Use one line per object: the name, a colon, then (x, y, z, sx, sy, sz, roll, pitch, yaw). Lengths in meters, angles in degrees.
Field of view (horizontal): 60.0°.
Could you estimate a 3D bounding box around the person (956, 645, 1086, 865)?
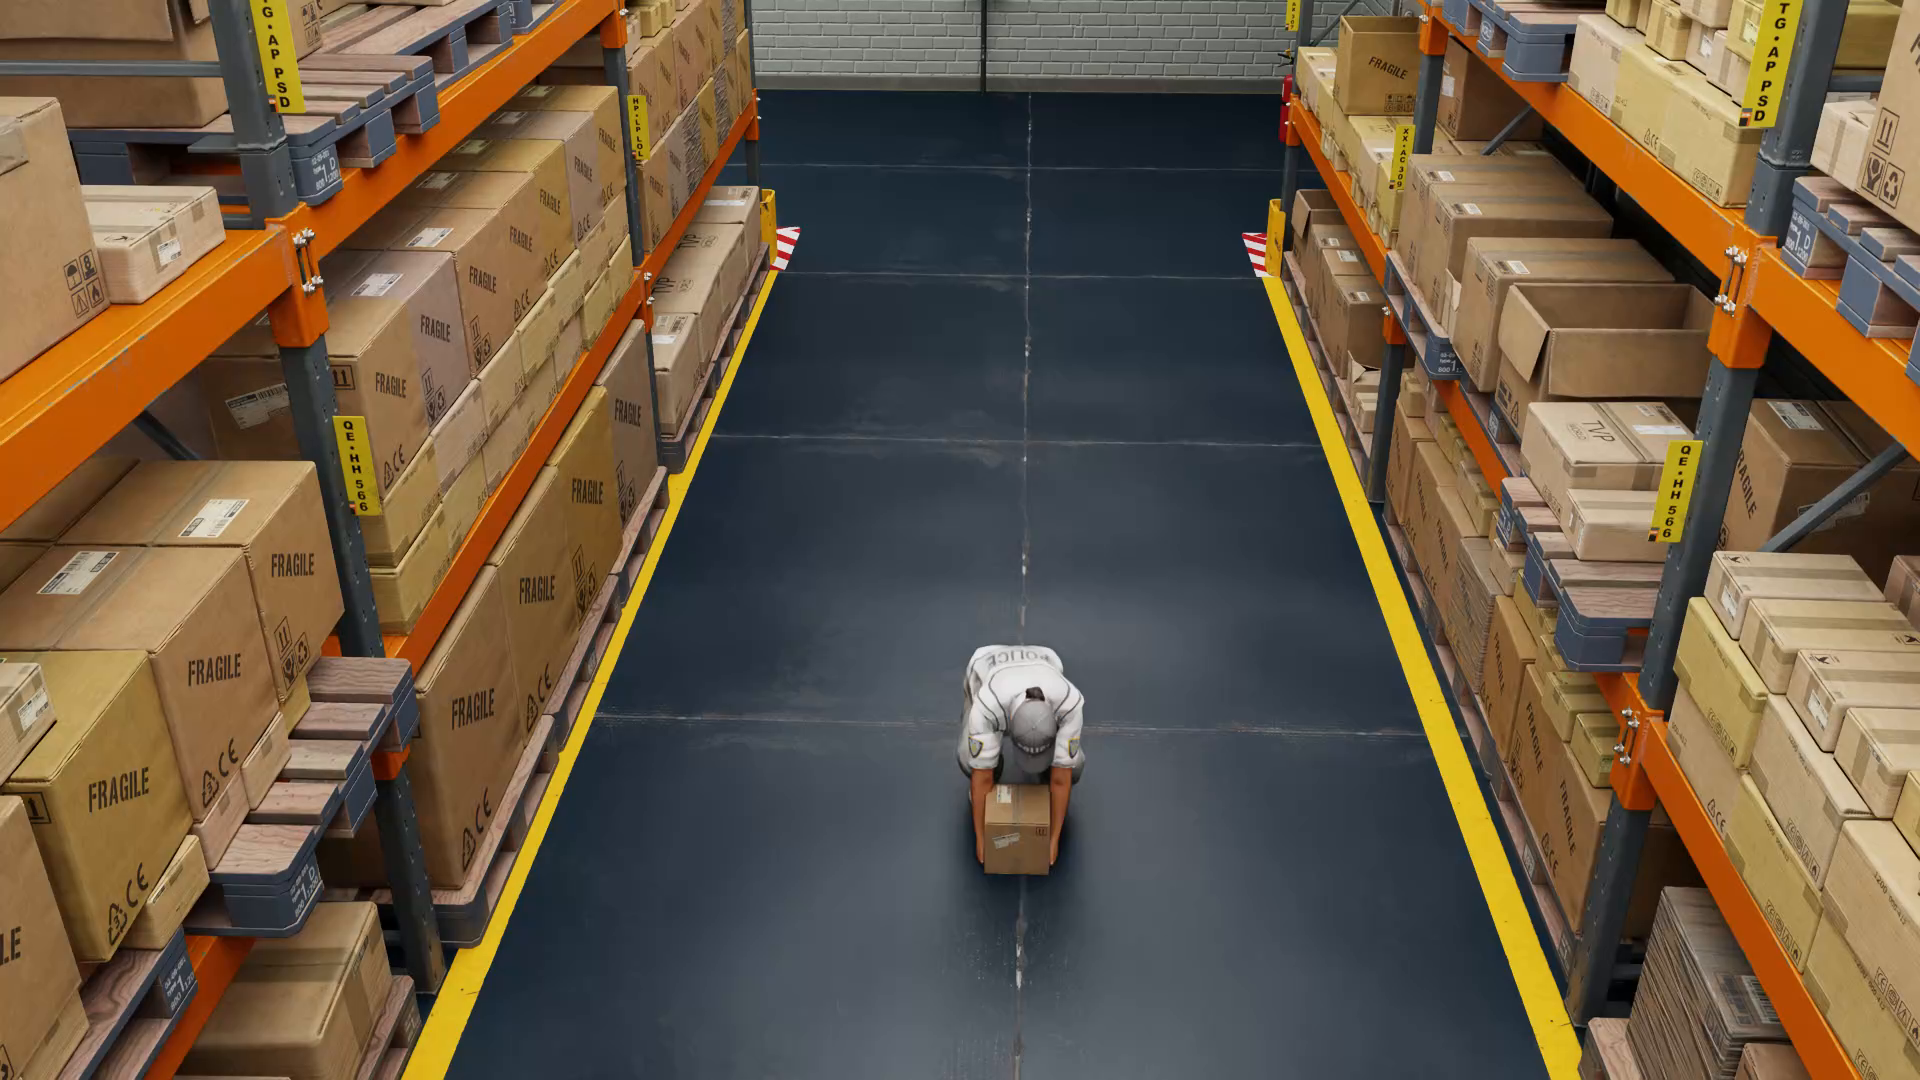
person: (0.244, 0.802, 6.678, 0.518, 0.818, 0.899, 1, 28, 1)
